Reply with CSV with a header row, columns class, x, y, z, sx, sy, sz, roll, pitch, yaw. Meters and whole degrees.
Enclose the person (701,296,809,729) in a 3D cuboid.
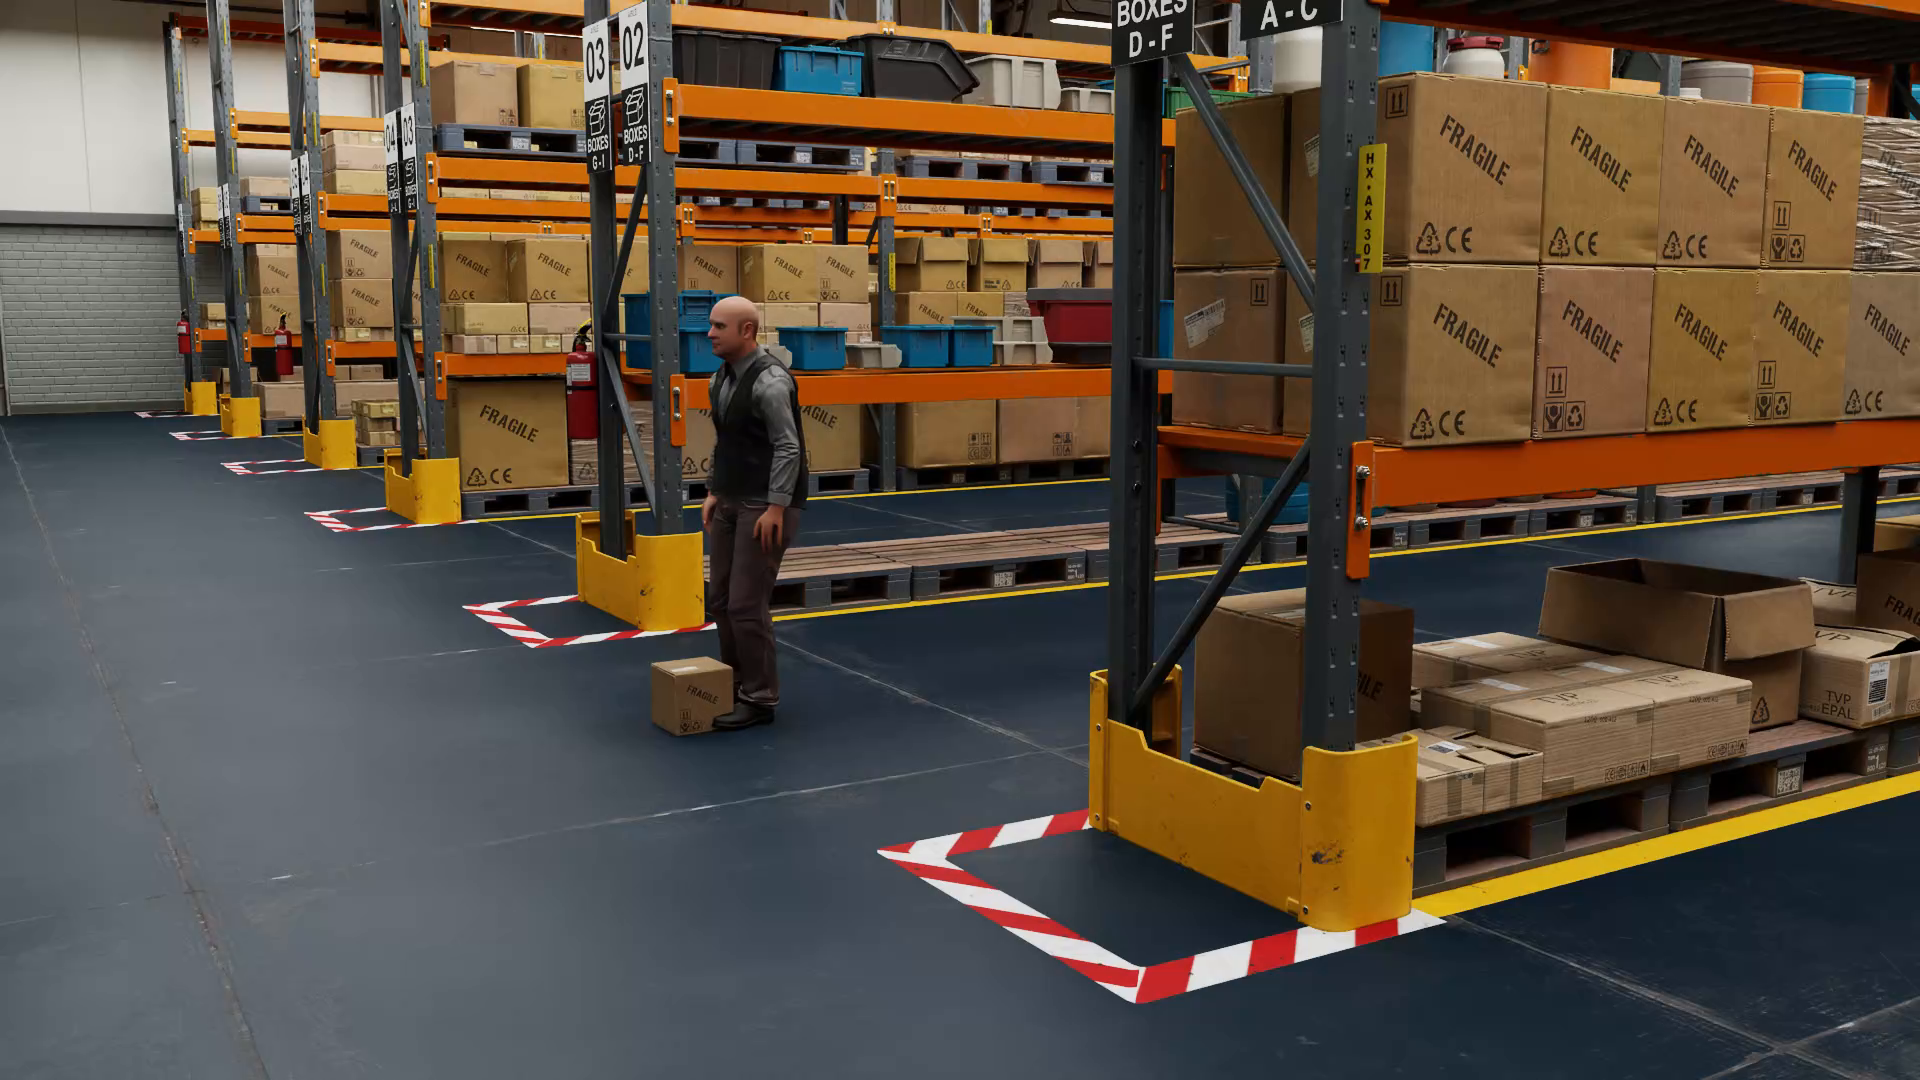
class,x,y,z,sx,sy,sz,roll,pitch,yaw
person,-0.862,-0.118,6.739,0.469,1.721,0.594,-6,10,-34
